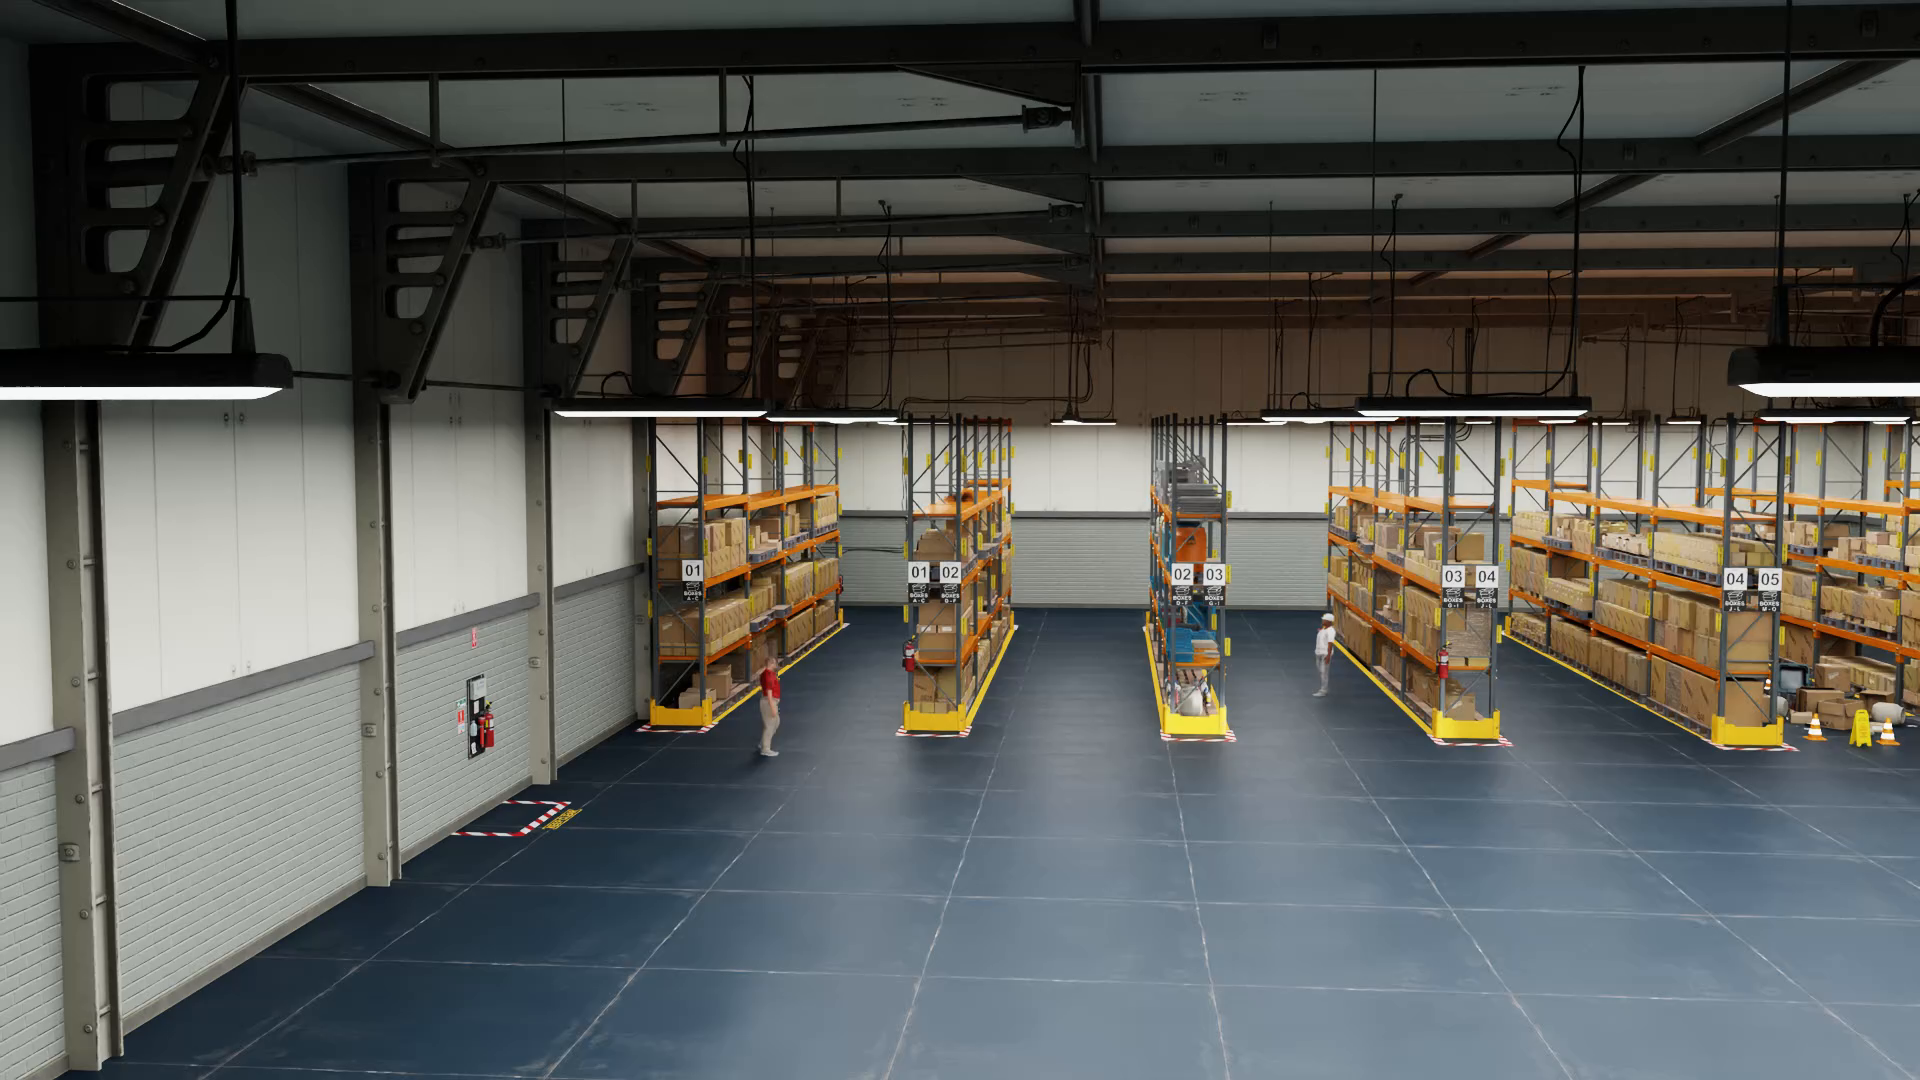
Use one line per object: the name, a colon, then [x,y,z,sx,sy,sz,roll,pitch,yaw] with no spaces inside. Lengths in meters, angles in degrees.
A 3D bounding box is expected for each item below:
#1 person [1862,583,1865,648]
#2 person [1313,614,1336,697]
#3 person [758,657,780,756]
person: [22.995,1.975,42.565,0.509,1.813,0.607,2,4,26]
person: [7.753,2.454,35.588,0.611,1.757,0.577,-2,4,-26]
person: [-3.347,2.926,29.142,0.384,1.759,0.624,-1,4,-9]
